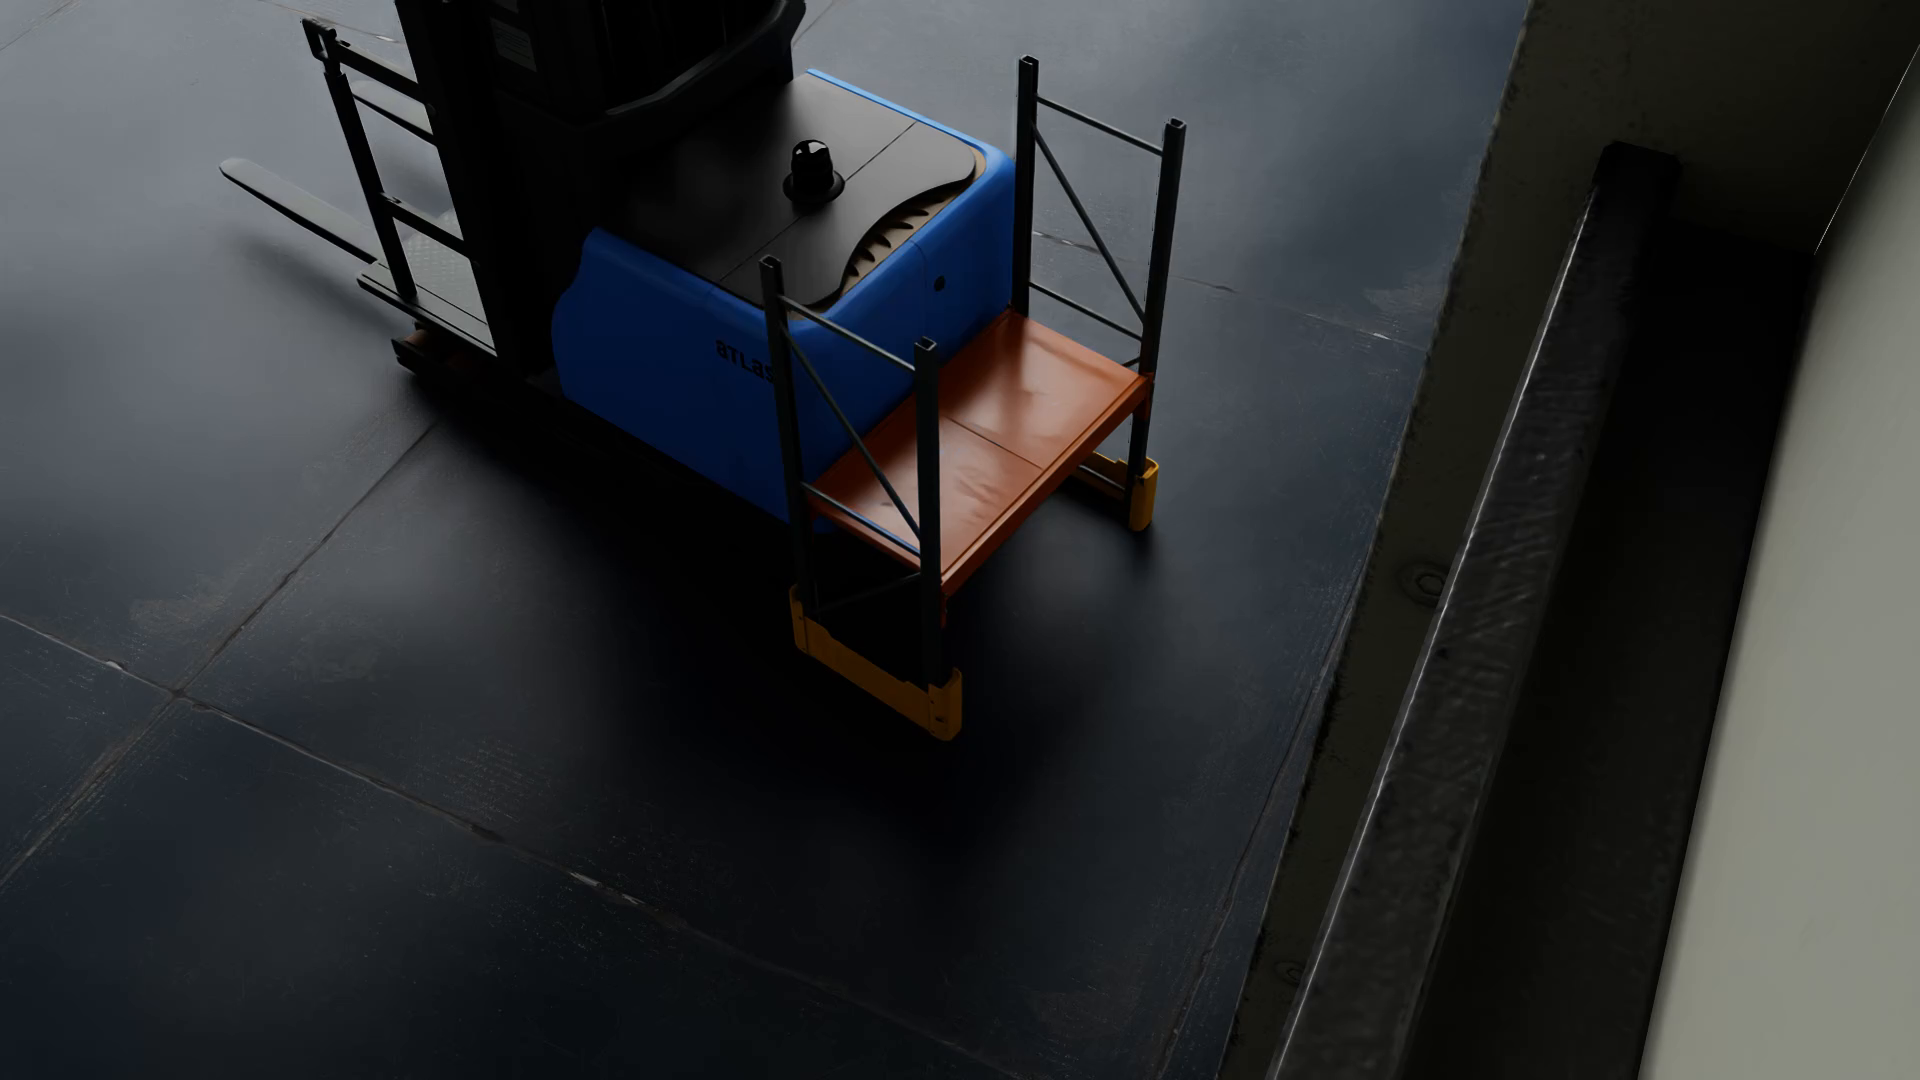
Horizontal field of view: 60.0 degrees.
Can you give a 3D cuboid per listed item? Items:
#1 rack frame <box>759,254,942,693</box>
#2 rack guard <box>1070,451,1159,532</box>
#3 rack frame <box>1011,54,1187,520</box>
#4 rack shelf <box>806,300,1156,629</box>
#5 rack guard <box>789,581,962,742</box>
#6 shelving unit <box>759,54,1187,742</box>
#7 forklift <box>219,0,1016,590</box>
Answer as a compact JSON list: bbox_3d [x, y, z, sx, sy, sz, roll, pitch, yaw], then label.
[{"bbox_3d":[-0.256,-0.051,4.309,0.500,1.500,0.032,30,56,23],"label":"rack frame"},{"bbox_3d":[0.361,-0.260,5.307,0.587,0.250,0.087,30,56,23],"label":"rack guard"},{"bbox_3d":[0.362,-0.666,4.832,0.500,1.500,0.032,30,56,23],"label":"rack frame"},{"bbox_3d":[0.053,-0.242,4.707,0.538,0.185,1.000,30,56,23],"label":"rack shelf"},{"bbox_3d":[-0.244,0.342,4.795,0.587,0.250,0.087,30,56,23],"label":"rack guard"},{"bbox_3d":[0.058,-0.364,4.575,0.587,1.500,1.083,30,56,23],"label":"shelving unit"},{"bbox_3d":[-1.313,-1.718,4.787,3.031,2.935,1.130,29,55,22],"label":"forklift"}]
